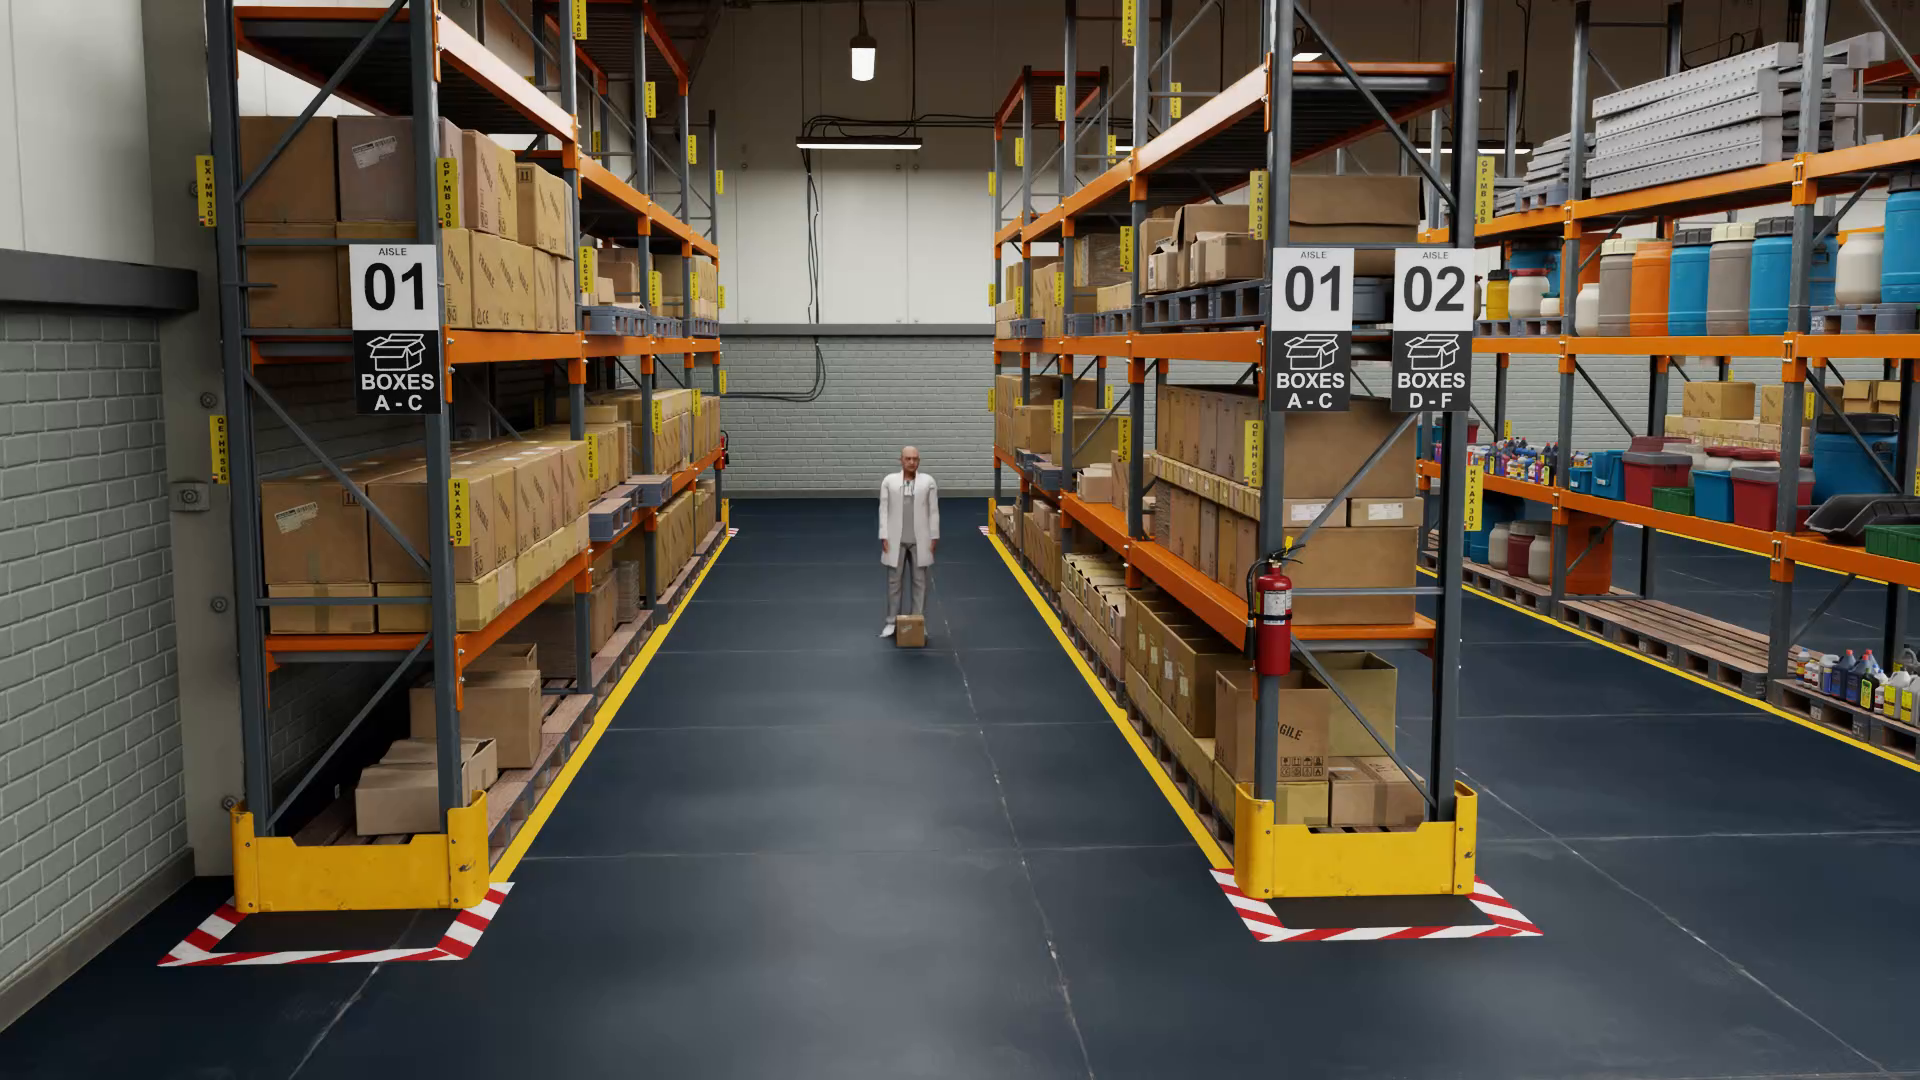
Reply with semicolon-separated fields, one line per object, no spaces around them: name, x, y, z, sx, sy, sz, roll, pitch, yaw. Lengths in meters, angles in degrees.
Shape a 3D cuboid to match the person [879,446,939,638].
person;-0.480;0.019;15.671;0.570;1.800;0.399;0;7;-3
